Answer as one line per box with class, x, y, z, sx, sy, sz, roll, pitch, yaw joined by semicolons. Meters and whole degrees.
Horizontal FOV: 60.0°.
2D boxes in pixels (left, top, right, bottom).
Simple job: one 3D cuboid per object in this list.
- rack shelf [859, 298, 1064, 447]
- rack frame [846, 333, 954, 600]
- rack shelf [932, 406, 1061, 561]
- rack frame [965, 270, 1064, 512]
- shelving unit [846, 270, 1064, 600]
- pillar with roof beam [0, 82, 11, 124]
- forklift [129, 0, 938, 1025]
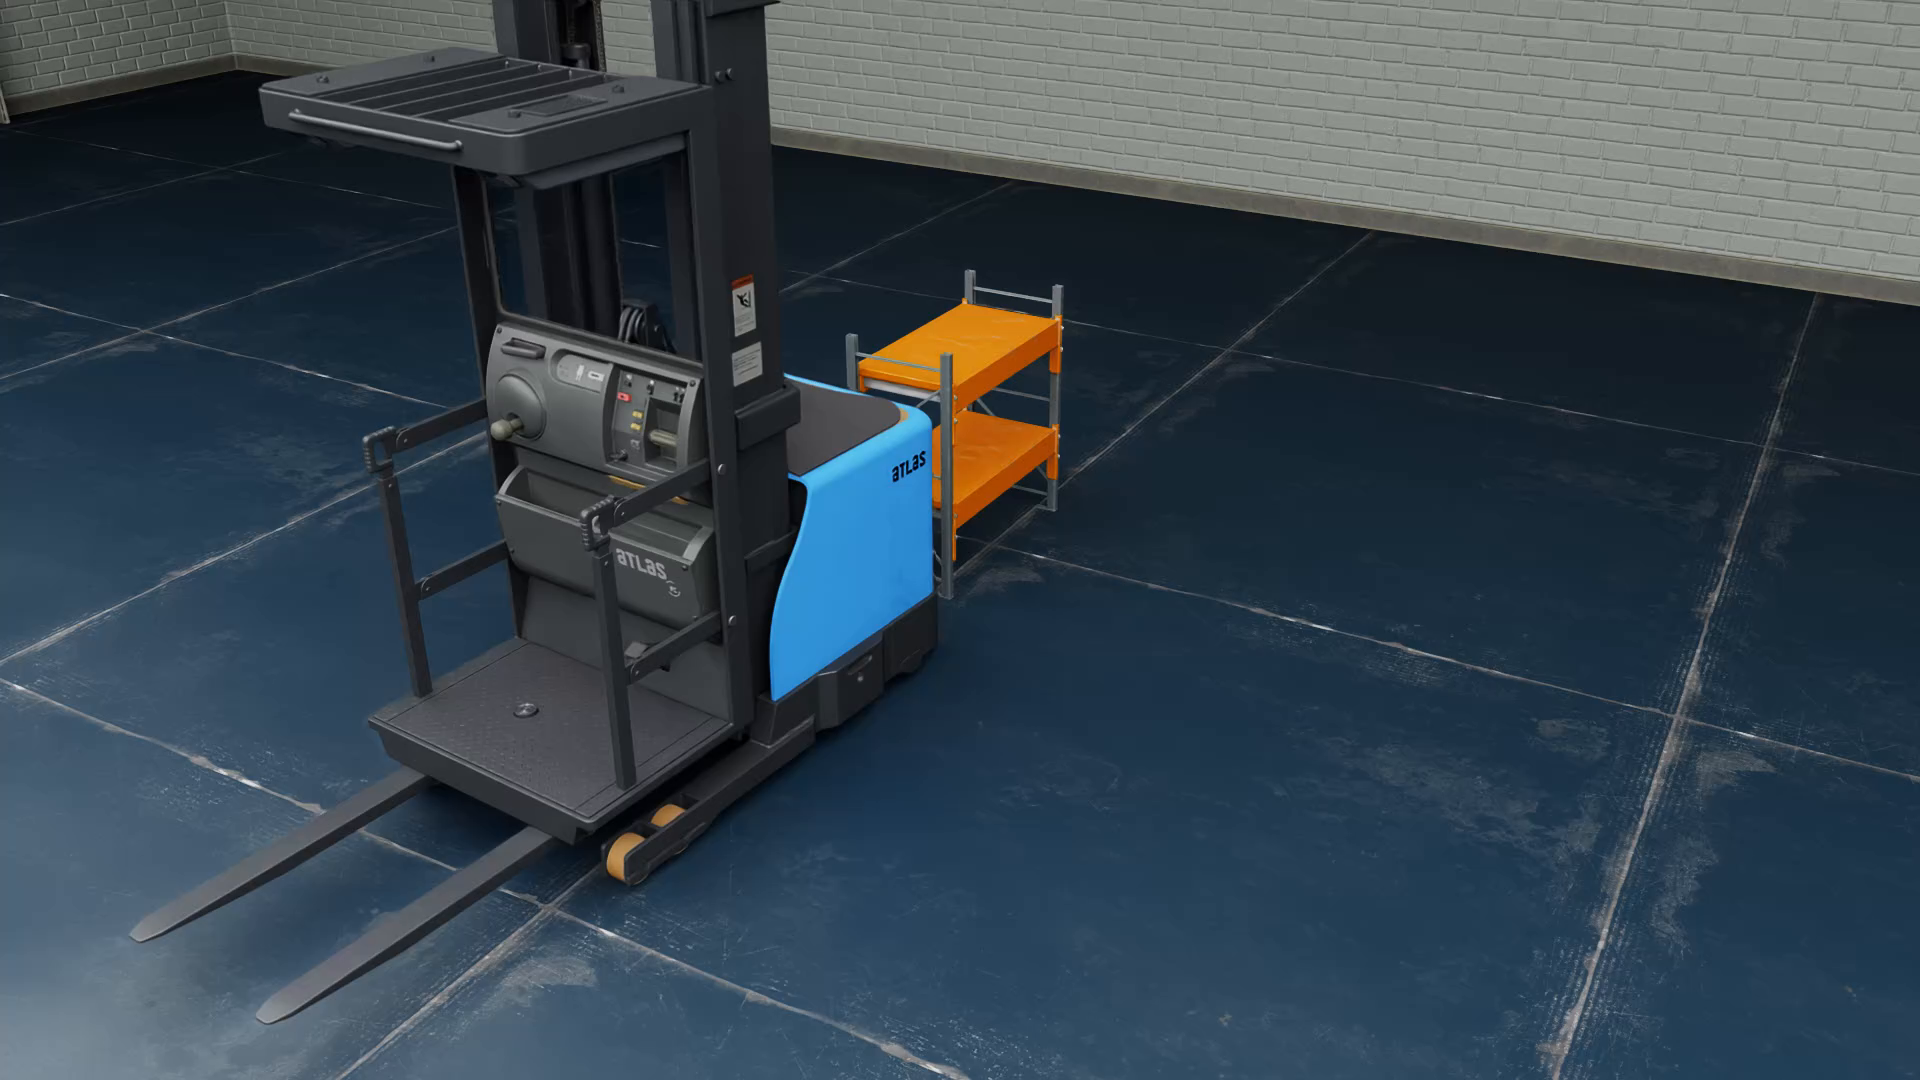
rack shelf;-0.003;-0.762;7.362;0.538;0.278;1.000;14;30;26
rack frame;-0.253;-0.302;7.097;0.500;1.125;0.032;14;30;26
rack shelf;-0.003;-0.282;7.602;0.538;0.278;1.000;14;30;26
rack frame;0.247;-0.698;7.889;0.500;1.125;0.032;14;30;26
shelving unit;-0.003;-0.500;7.493;0.538;1.125;1.048;14;30;26
pillar with roof beam;-5.357;-6.937;11.556;9.100;9.000;0.400;14;30;26
forklift;-1.335;-0.419;5.313;1.130;2.935;3.031;17;31;30
